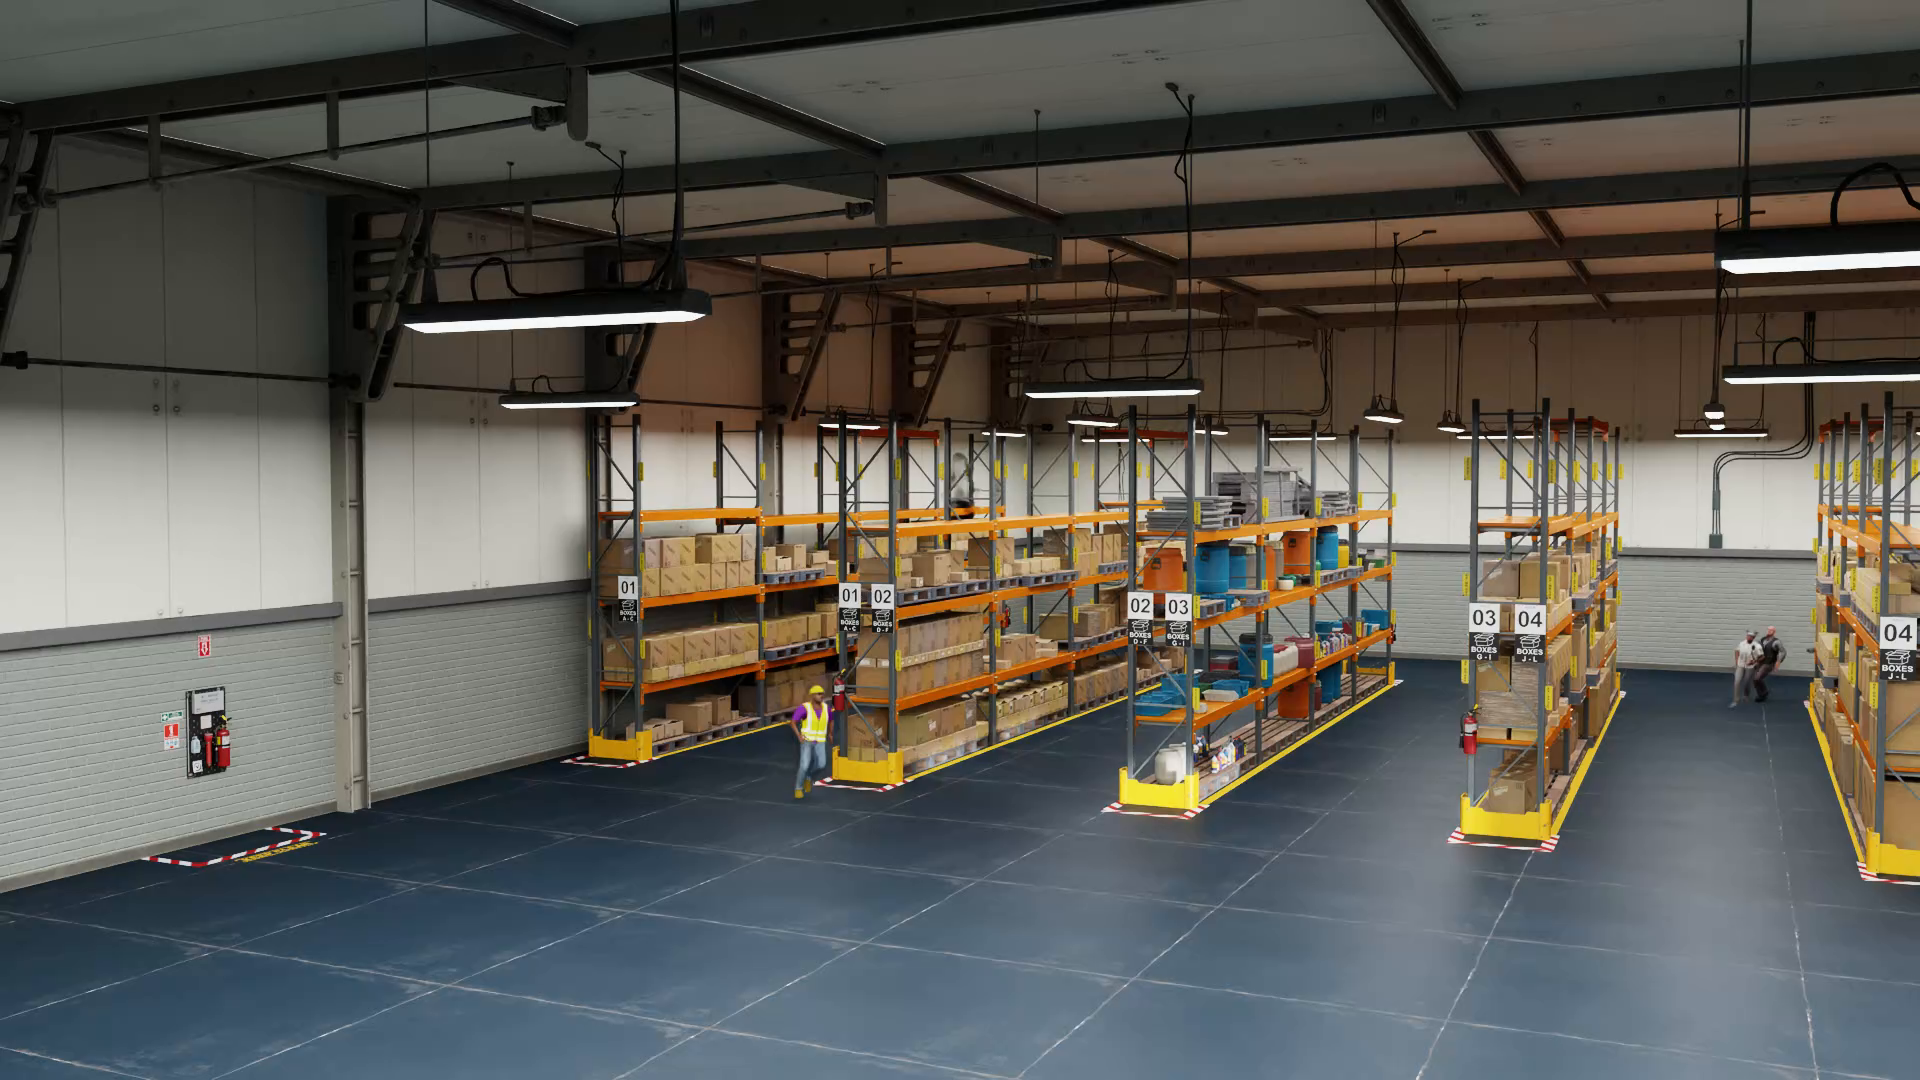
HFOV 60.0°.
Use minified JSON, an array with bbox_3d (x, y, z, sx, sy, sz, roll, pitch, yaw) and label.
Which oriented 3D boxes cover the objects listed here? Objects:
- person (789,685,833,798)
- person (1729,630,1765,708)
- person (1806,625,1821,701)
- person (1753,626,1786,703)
[{"bbox_3d":[-2.238,3.099,25.617,0.762,1.711,0.518,-1,3,-25],"label":"person"},{"bbox_3d":[16.830,2.729,35.461,0.619,1.666,0.842,2,3,40],"label":"person"},{"bbox_3d":[18.889,2.628,36.067,0.977,1.746,0.713,0,2,7],"label":"person"},{"bbox_3d":[17.396,2.693,35.984,0.576,1.668,0.710,-1,3,-21],"label":"person"}]
